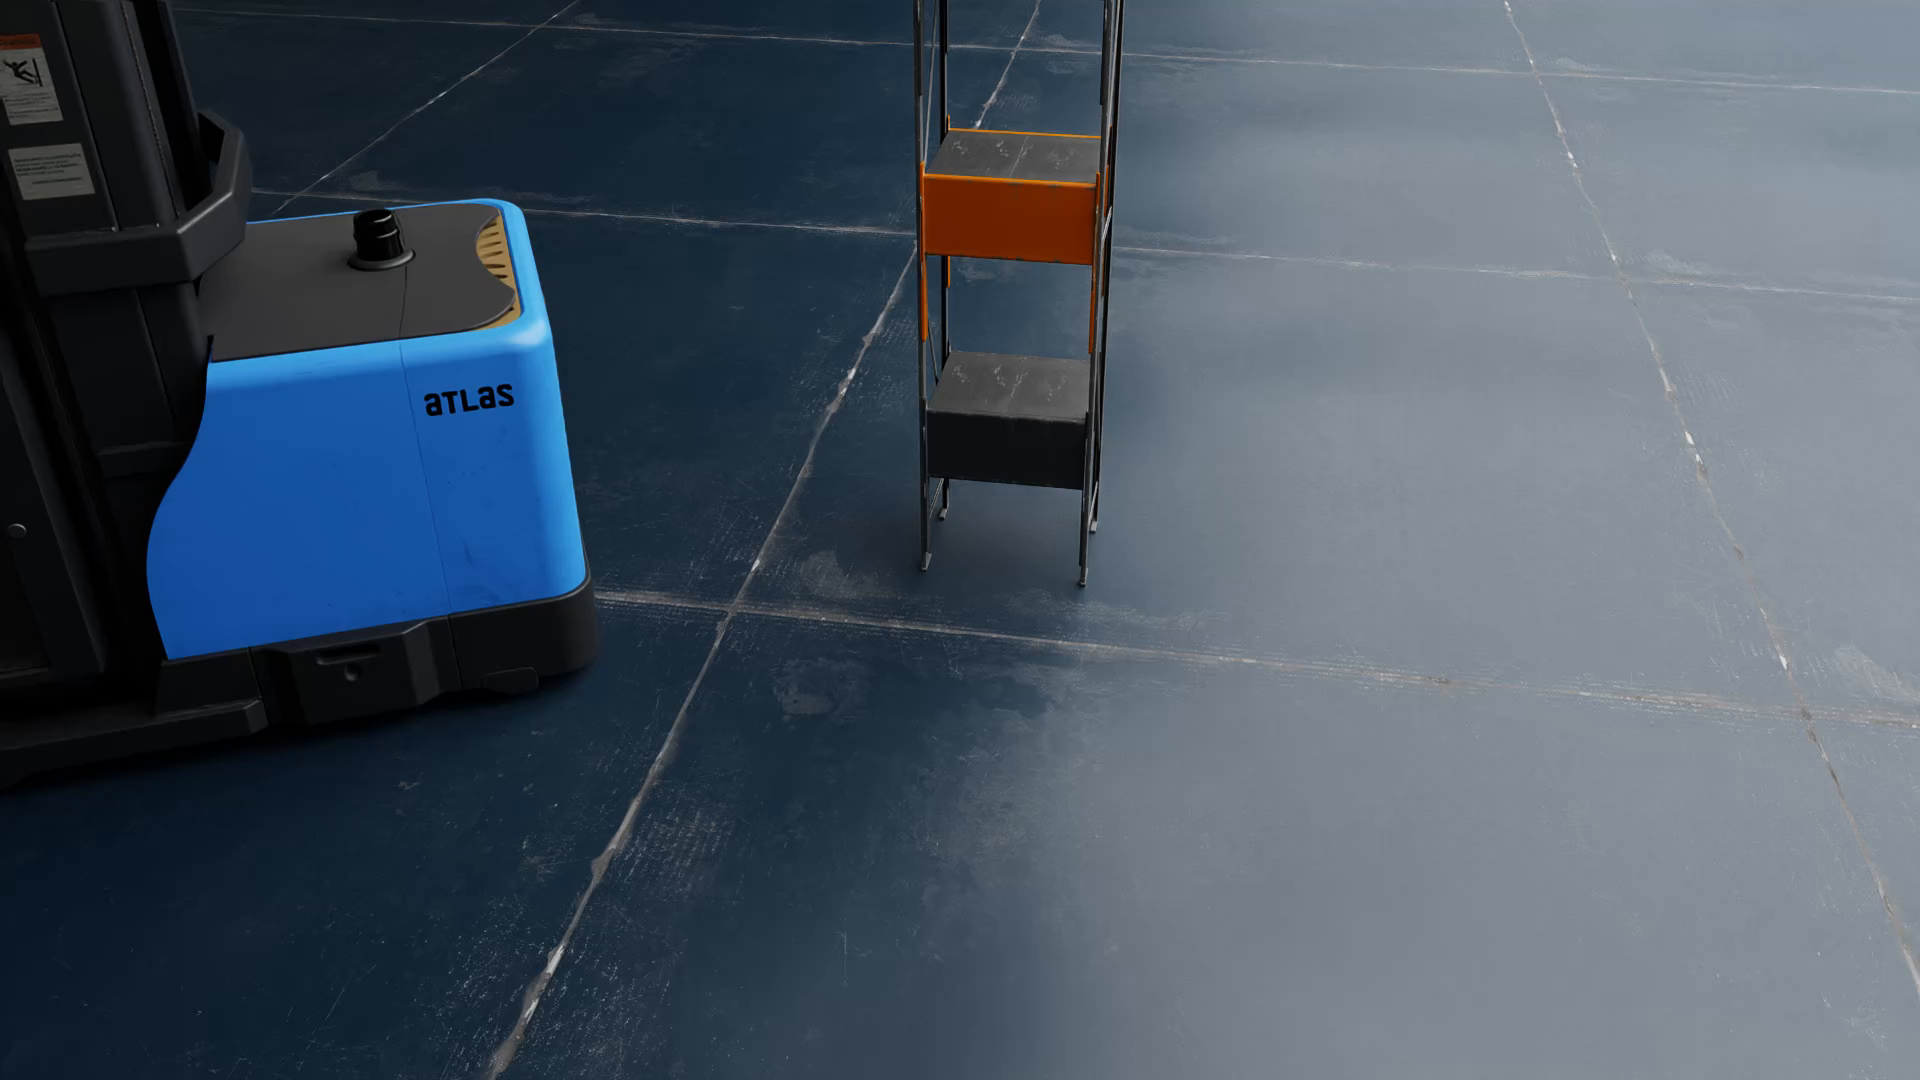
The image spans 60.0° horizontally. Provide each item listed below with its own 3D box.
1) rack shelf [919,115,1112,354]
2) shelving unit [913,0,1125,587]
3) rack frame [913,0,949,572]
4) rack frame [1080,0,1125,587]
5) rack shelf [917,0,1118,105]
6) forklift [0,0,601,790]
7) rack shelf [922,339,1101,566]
[{"bbox_3d":[0.163,-0.864,4.677,0.480,0.518,0.431,5,32,8],"label":"rack shelf"},{"bbox_3d":[0.163,-0.875,4.669,0.503,2.100,0.431,5,32,8],"label":"shelving unit"},{"bbox_3d":[-0.077,-0.897,4.704,0.015,2.100,0.400,5,32,8],"label":"rack frame"},{"bbox_3d":[0.404,-0.853,4.634,0.015,2.100,0.400,5,32,8],"label":"rack frame"},{"bbox_3d":[0.163,-1.457,4.305,0.480,0.518,0.431,5,32,8],"label":"rack shelf"},{"bbox_3d":[-2.575,-0.864,3.868,3.031,2.935,1.130,-9,33,-15],"label":"forklift"},{"bbox_3d":[0.163,-0.270,5.048,0.480,0.518,0.431,5,32,8],"label":"rack shelf"}]
